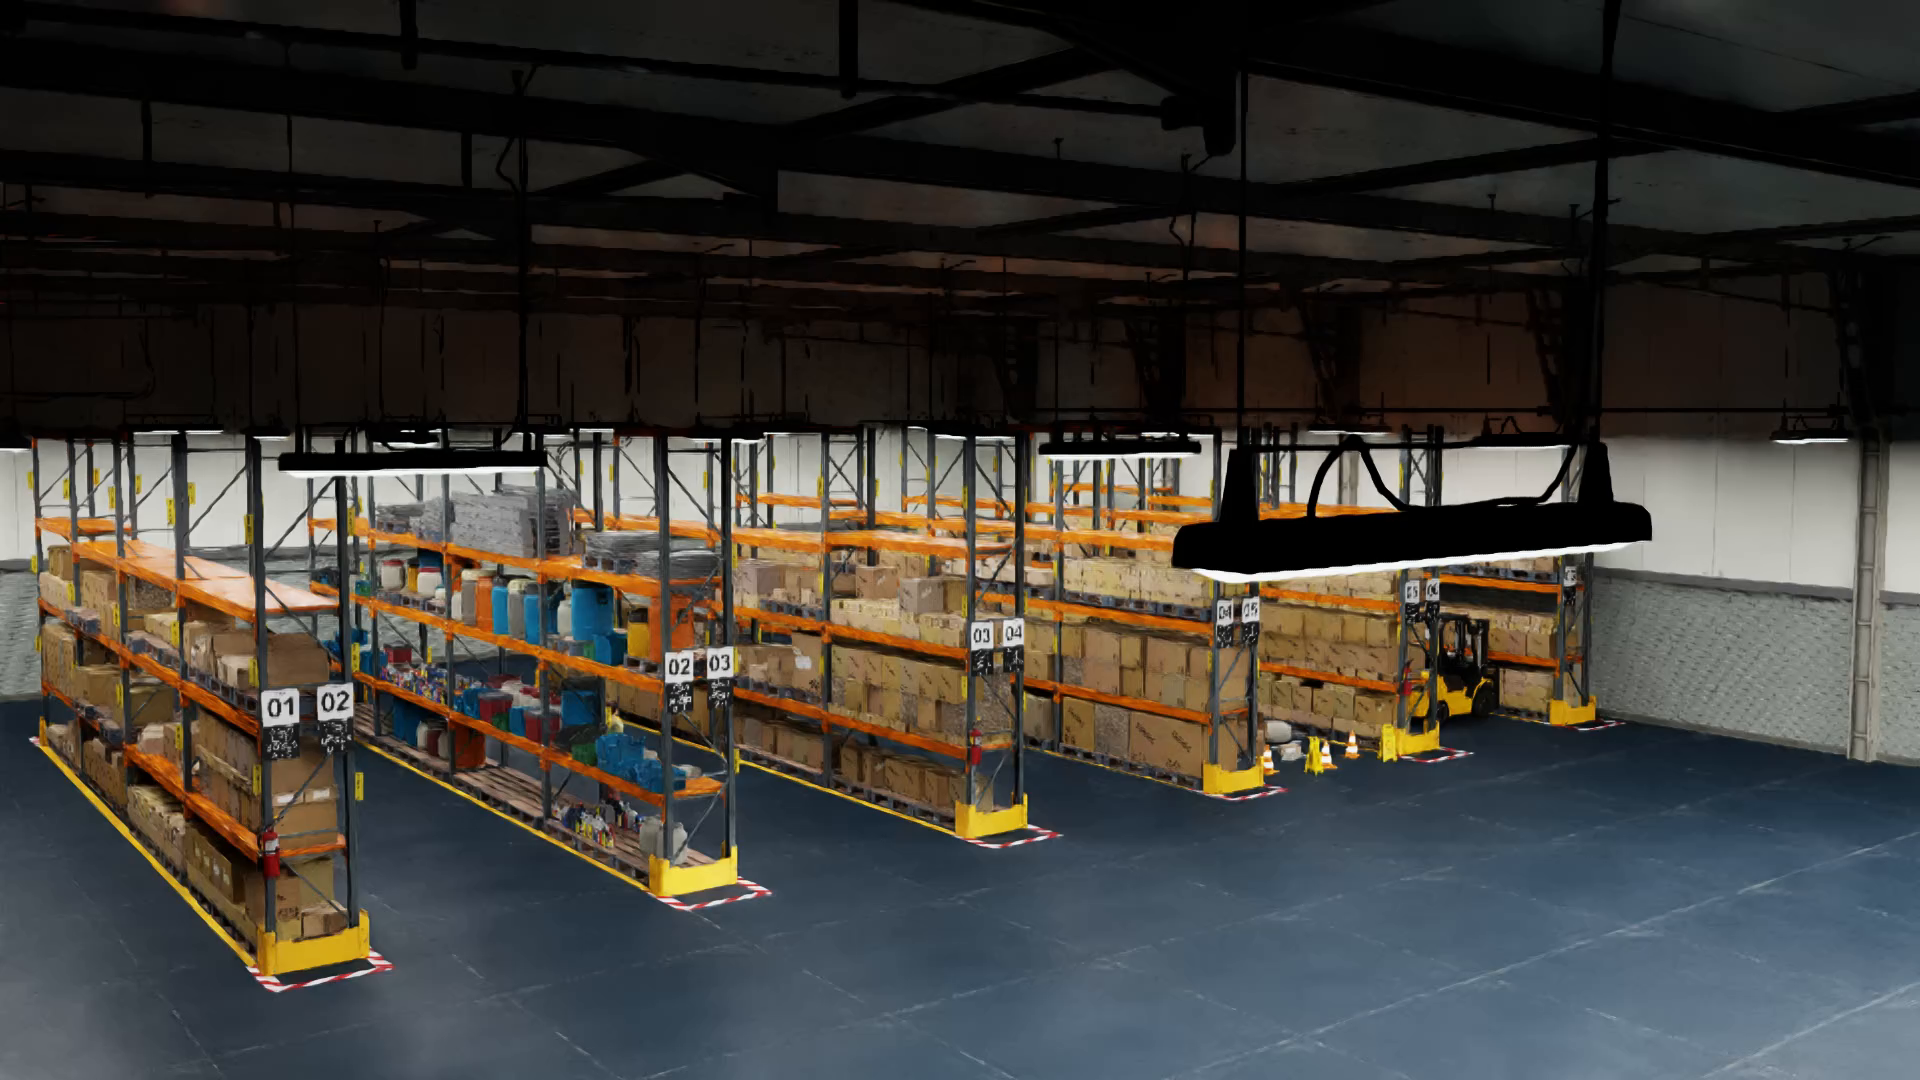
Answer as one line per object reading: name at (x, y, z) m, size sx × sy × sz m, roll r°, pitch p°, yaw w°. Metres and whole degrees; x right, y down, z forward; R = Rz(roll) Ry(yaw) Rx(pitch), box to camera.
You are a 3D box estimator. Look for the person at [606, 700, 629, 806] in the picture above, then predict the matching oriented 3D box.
person at (-5.523, 3.392, 26.578) m, size 0.541 × 1.678 × 0.454 m, roll 3°, pitch 5°, yaw 30°
